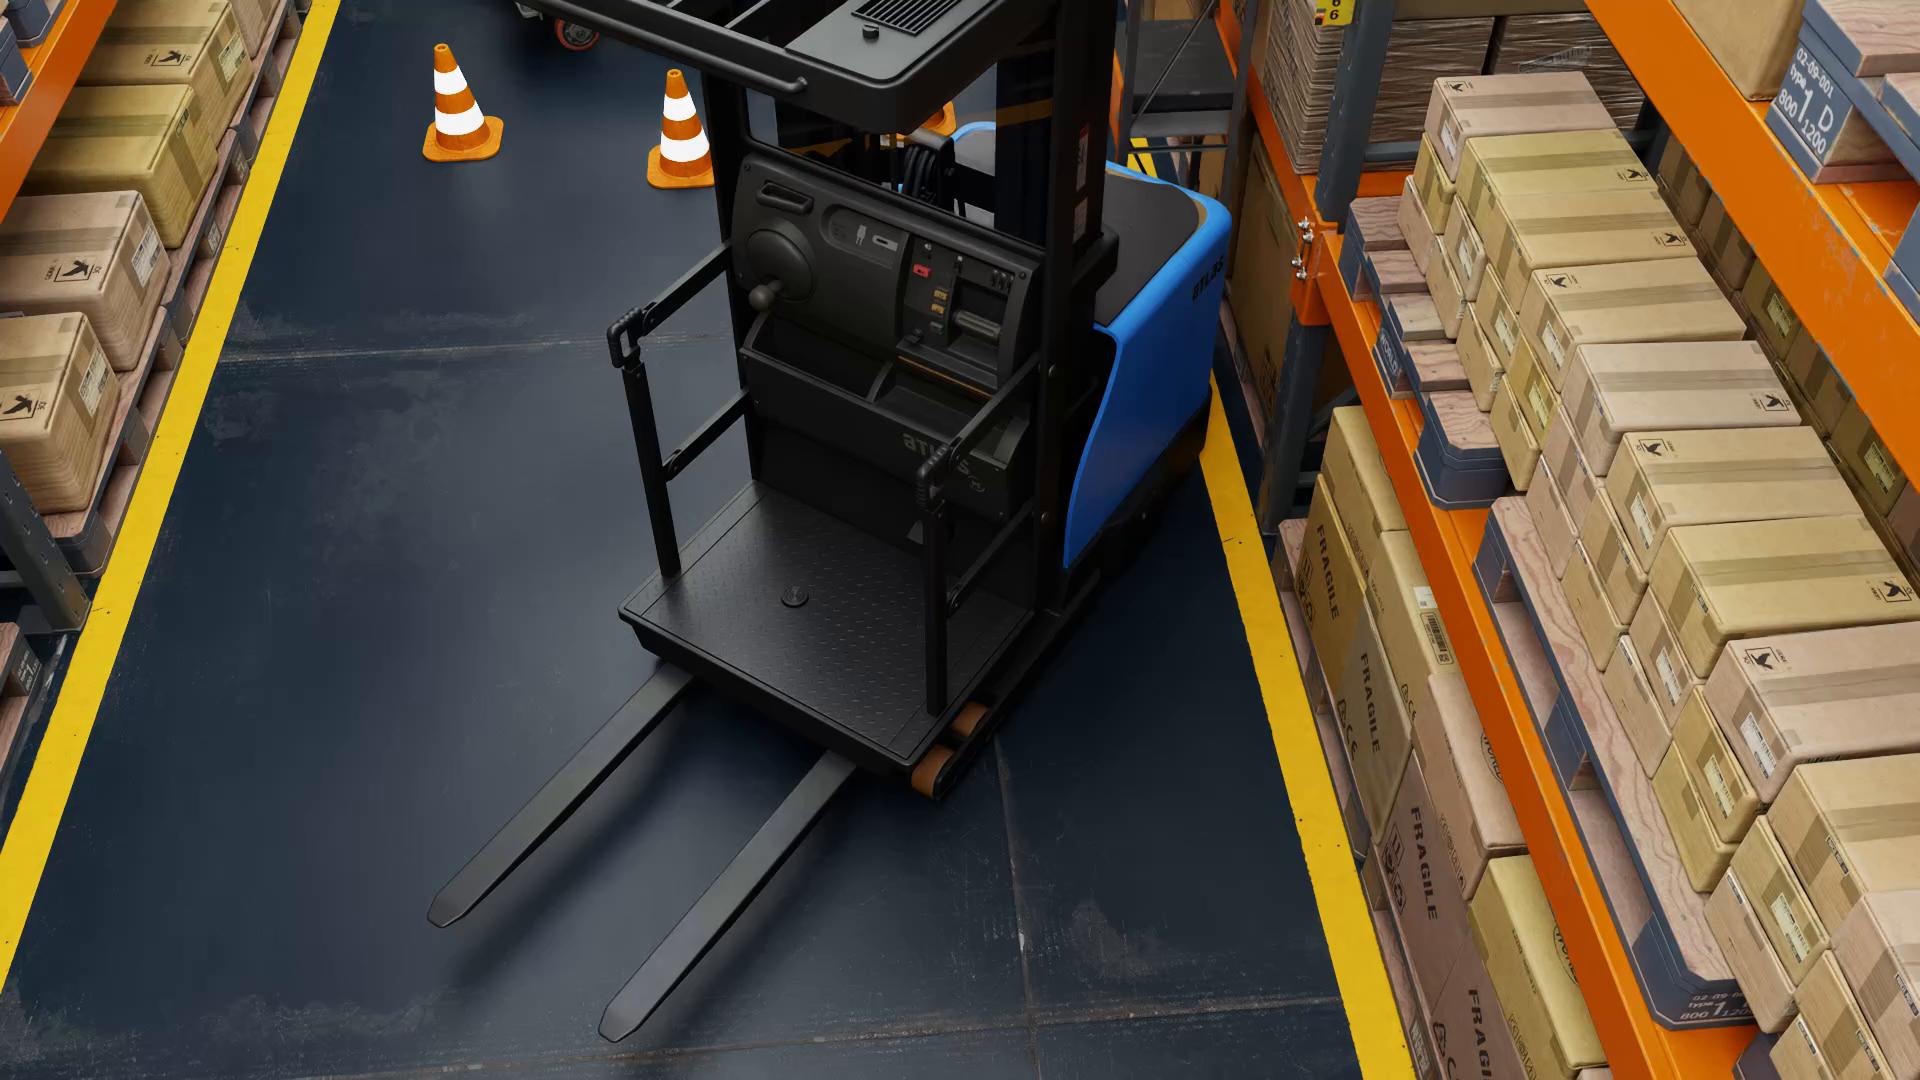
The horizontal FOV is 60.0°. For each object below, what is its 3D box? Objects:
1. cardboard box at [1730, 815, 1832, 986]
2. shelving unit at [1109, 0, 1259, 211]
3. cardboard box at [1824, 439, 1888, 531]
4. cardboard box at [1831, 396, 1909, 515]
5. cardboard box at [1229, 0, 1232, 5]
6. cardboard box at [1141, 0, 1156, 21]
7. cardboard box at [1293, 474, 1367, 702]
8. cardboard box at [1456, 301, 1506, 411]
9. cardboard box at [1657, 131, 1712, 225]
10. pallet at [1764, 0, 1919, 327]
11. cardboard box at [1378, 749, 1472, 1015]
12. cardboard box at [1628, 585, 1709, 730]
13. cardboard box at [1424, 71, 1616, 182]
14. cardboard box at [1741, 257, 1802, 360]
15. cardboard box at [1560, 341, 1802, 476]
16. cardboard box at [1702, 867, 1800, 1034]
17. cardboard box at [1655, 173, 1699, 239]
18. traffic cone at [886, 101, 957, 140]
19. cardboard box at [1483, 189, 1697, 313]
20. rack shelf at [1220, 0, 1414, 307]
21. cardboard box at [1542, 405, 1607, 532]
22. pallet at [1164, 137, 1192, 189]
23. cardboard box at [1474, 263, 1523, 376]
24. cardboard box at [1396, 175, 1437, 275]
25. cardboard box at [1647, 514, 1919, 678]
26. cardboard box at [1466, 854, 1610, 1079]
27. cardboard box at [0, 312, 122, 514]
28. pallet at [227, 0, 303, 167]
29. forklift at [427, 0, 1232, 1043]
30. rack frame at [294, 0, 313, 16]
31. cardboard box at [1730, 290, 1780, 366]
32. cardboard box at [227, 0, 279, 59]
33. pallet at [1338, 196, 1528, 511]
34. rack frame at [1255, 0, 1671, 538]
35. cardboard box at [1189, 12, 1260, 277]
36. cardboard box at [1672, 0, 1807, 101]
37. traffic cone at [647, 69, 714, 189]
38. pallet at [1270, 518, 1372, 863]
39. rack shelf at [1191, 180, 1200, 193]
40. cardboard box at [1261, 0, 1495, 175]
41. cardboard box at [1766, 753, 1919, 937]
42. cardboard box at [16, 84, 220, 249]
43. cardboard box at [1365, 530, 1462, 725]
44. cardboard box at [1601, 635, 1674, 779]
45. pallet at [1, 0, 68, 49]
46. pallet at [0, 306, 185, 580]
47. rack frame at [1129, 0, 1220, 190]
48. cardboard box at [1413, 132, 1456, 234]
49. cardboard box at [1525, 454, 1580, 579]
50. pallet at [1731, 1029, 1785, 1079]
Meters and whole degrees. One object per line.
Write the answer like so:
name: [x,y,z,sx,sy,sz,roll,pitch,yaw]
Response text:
cardboard box: [1.555,0.587,2.807,0.380,0.149,0.250,-6,47,-5]
shelving unit: [0.706,-1.473,5.699,0.431,2.100,0.503,-3,47,-3]
cardboard box: [2.121,-0.103,3.665,0.380,0.149,0.250,-5,47,-5]
cardboard box: [2.122,-0.201,3.553,0.380,0.149,0.250,-4,47,-4]
cardboard box: [1.152,-2.181,5.681,0.500,0.500,0.500,-4,47,-4]
cardboard box: [1.346,-2.936,7.725,1.050,0.750,0.750,-4,47,-3]
cardboard box: [1.344,0.128,4.996,0.500,0.500,0.500,-5,47,-5]
cardboard box: [1.421,-0.448,3.992,0.380,0.149,0.250,-1,47,-1]
cardboard box: [2.034,-0.945,4.258,0.380,0.149,0.250,-3,47,-2]
pallet: [1.838,-0.391,2.118,1.213,0.211,1.003,-3,47,-3]
cardboard box: [1.437,0.862,4.300,0.500,0.500,0.500,-5,47,-4]
cardboard box: [1.515,0.213,3.161,0.380,0.149,0.250,-2,47,-2]
cardboard box: [1.385,-1.028,4.132,0.380,0.149,0.250,-3,47,-3]
cardboard box: [2.083,-0.562,3.895,0.380,0.149,0.250,-2,47,-2]
cardboard box: [1.472,-0.272,3.416,0.380,0.149,0.250,-2,47,-1]
cardboard box: [1.552,0.695,2.909,0.380,0.149,0.250,-5,47,-5]
cardboard box: [2.038,-0.844,4.367,0.380,0.149,0.250,-3,47,-3]
traffic cone: [-0.188,-2.074,7.396,0.336,0.463,0.334,-3,47,-3]
cardboard box: [1.426,-0.659,3.783,0.380,0.149,0.250,-4,47,-4]
rack shelf: [1.372,-2.314,6.372,1.077,0.370,4.000,-3,47,-3]
cardboard box: [1.471,-0.161,3.516,0.380,0.149,0.250,-3,47,-3]
pallet: [1.449,-1.612,7.131,1.003,0.211,1.213,-3,47,-3]
cardboard box: [1.430,-0.524,3.859,0.380,0.149,0.250,-5,47,-5]
cardboard box: [1.375,-0.837,4.360,0.380,0.149,0.250,-4,47,-4]
cardboard box: [1.513,0.100,3.063,0.380,0.149,0.250,-4,47,-4]
cardboard box: [1.471,0.959,3.692,0.500,0.250,0.500,-5,47,-5]
cardboard box: [-3.422,-0.391,5.575,0.950,0.372,0.625,-6,47,-6]
pallet: [-3.653,-2.113,7.606,1.003,0.211,1.213,-3,47,-3]
forklift: [-0.338,-0.628,4.326,1.130,2.935,3.031,25,51,22]
rack frame: [-3.720,-3.635,7.127,1.000,3.000,0.127,-3,47,-3]
cardboard box: [2.079,-0.478,4.021,0.380,0.149,0.250,-3,47,-3]
cardboard box: [-3.674,-2.496,7.569,0.950,0.372,0.625,-3,47,-3]
pallet: [1.705,-0.540,4.327,1.213,0.211,1.003,-3,47,-3]
rack frame: [1.539,-1.115,4.740,1.000,3.000,0.127,-3,47,-3]
cardboard box: [1.501,-1.564,6.426,1.050,0.750,0.750,-3,47,-3]
cardboard box: [1.418,-1.029,2.523,0.500,0.500,0.500,-3,47,-3]
traffic cone: [-1.200,-1.801,7.137,0.336,0.463,0.334,-3,47,-3]
pallet: [1.603,0.409,5.217,1.003,0.211,1.213,-3,47,-3]
rack shelf: [0.707,-0.983,6.217,0.431,0.518,0.480,-3,47,-3]
cardboard box: [1.234,-1.459,4.997,0.500,0.500,0.500,-3,47,-3]
cardboard box: [1.563,0.489,2.695,0.380,0.149,0.250,-5,47,-5]
cardboard box: [-3.550,-1.473,6.600,0.950,0.372,0.625,-2,47,-2]
cardboard box: [1.398,0.223,4.389,0.500,0.250,0.500,-4,47,-4]
cardboard box: [1.509,0.311,3.274,0.380,0.149,0.250,-5,47,-5]
pallet: [-3.592,-2.105,5.809,1.003,0.211,1.213,-3,47,-3]
pallet: [-3.449,-0.347,5.934,1.003,0.211,1.213,-3,47,-3]
rack frame: [0.689,-1.650,5.866,0.400,2.100,0.015,-3,47,-3]
cardboard box: [1.379,-0.913,4.228,0.380,0.149,0.250,-2,47,-2]
cardboard box: [1.470,-0.060,3.625,0.380,0.149,0.250,-2,47,-2]
pallet: [1.955,1.283,2.601,1.003,0.211,1.213,-3,47,-3]
